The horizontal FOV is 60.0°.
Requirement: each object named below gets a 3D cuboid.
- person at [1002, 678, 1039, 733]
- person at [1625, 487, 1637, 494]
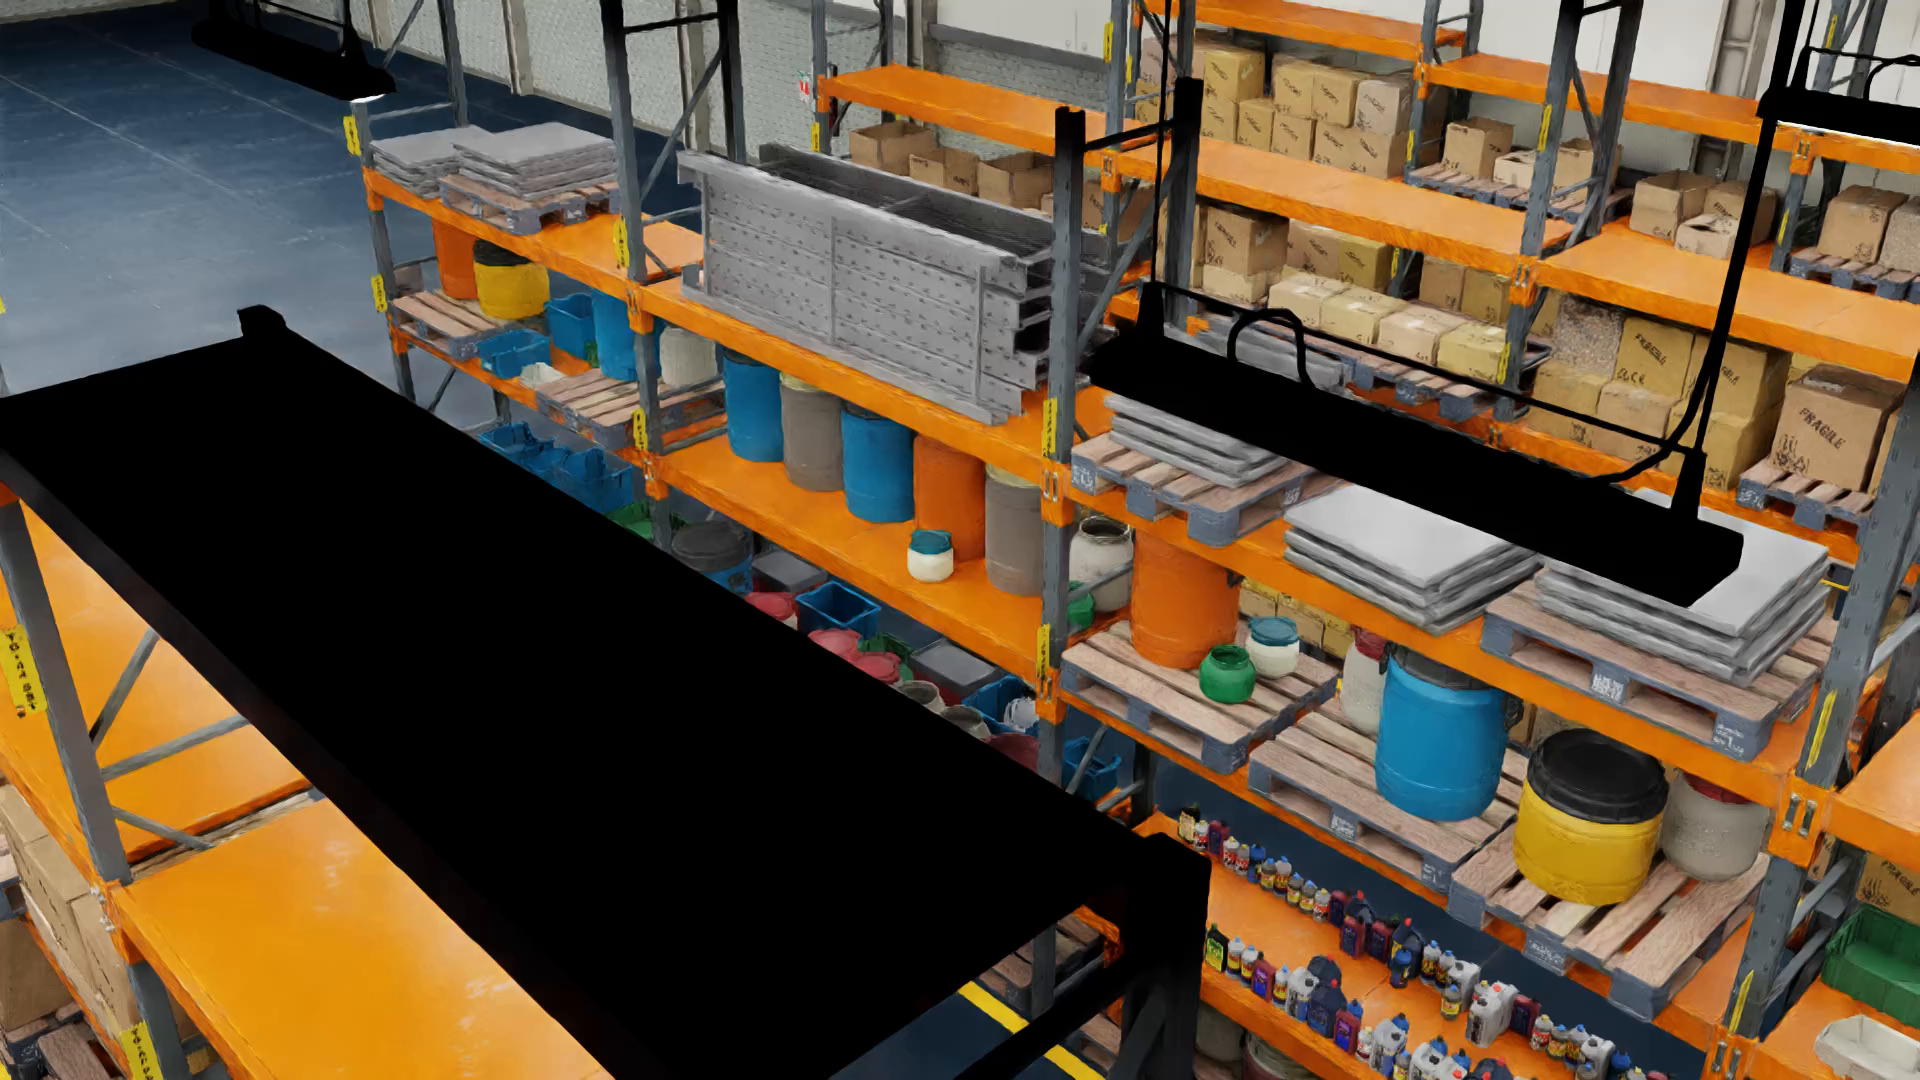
[{"bbox_3d":[0.468,1.619,11.733,0.564,1.665,0.405,10,30,18],"label":"person"},{"bbox_3d":[6.240,-0.160,15.323,0.598,1.698,1.193,-23,36,-36],"label":"person"}]
